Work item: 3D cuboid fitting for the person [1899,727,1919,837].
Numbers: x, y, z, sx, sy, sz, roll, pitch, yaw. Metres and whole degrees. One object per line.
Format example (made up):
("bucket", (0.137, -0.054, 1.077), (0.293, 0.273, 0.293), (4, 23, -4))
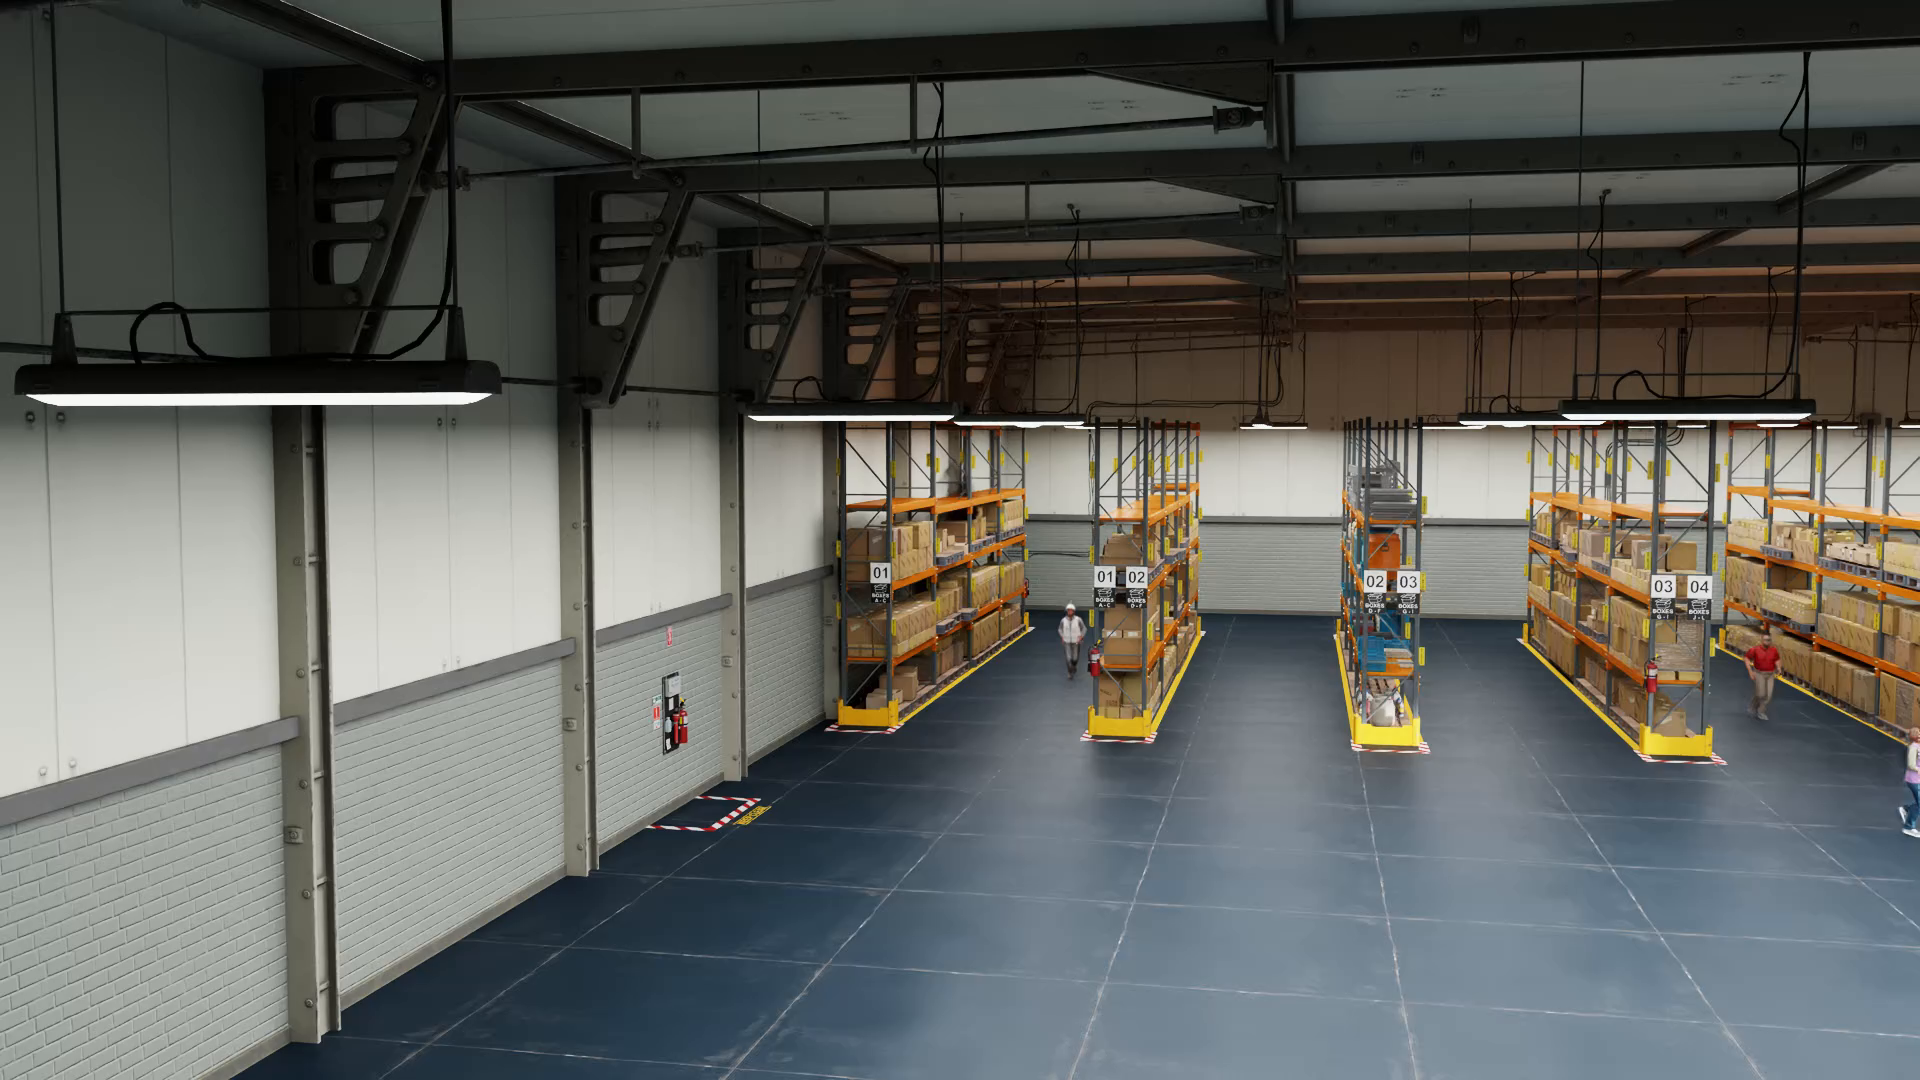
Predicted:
("person", (13.578, 3.421, 23.531), (0.534, 1.560, 0.540), (-3, 5, -43))

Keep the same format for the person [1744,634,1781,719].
("person", (16.048, 2.728, 33.151), (0.675, 1.694, 0.594), (0, 4, -1))

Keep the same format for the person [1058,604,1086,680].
("person", (2.592, 2.360, 38.599), (0.663, 1.738, 0.540), (1, 4, 10))

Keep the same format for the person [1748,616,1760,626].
("person", (21.693, 1.962, 45.039), (0.619, 1.650, 0.610), (0, 4, 5))
